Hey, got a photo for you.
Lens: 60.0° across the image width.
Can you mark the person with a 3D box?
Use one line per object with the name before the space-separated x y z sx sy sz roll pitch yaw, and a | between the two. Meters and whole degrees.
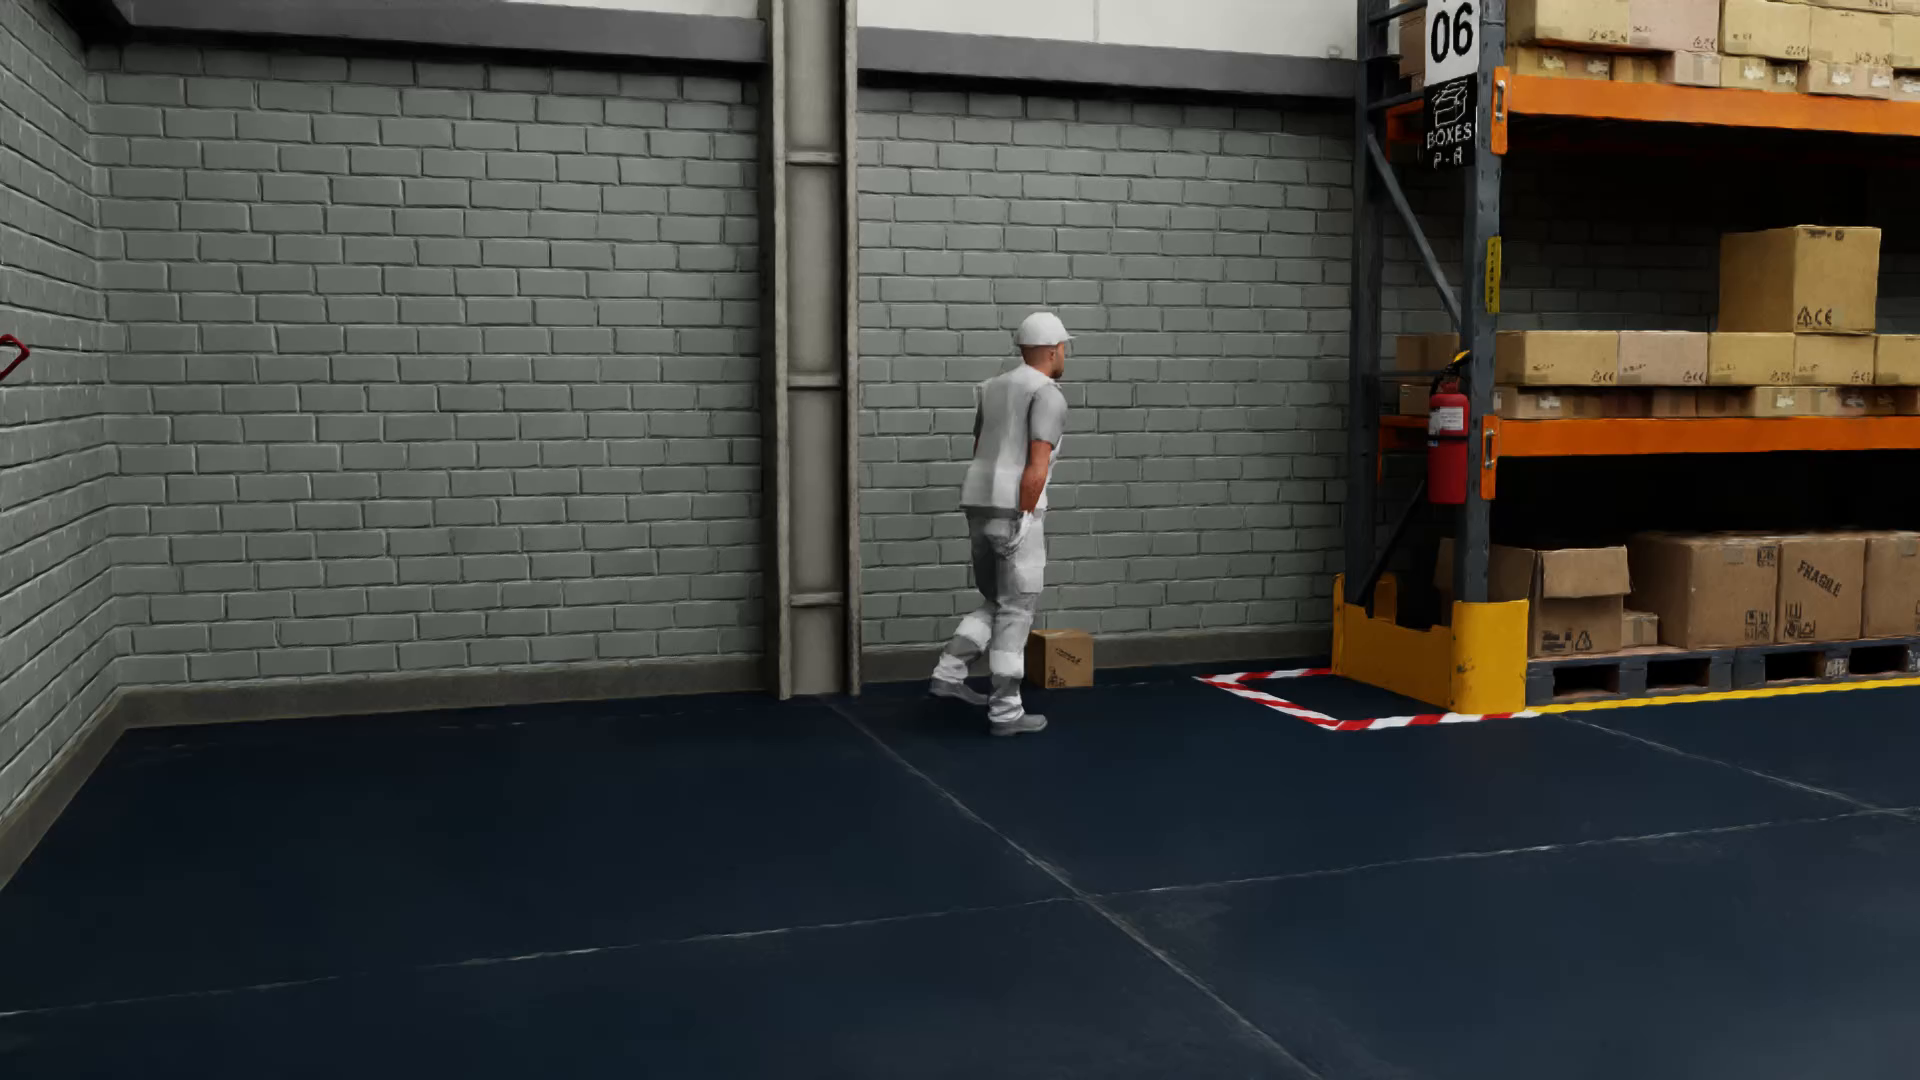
person | 0.188 -0.051 6.990 0.630 1.713 0.535 -4 7 -37
